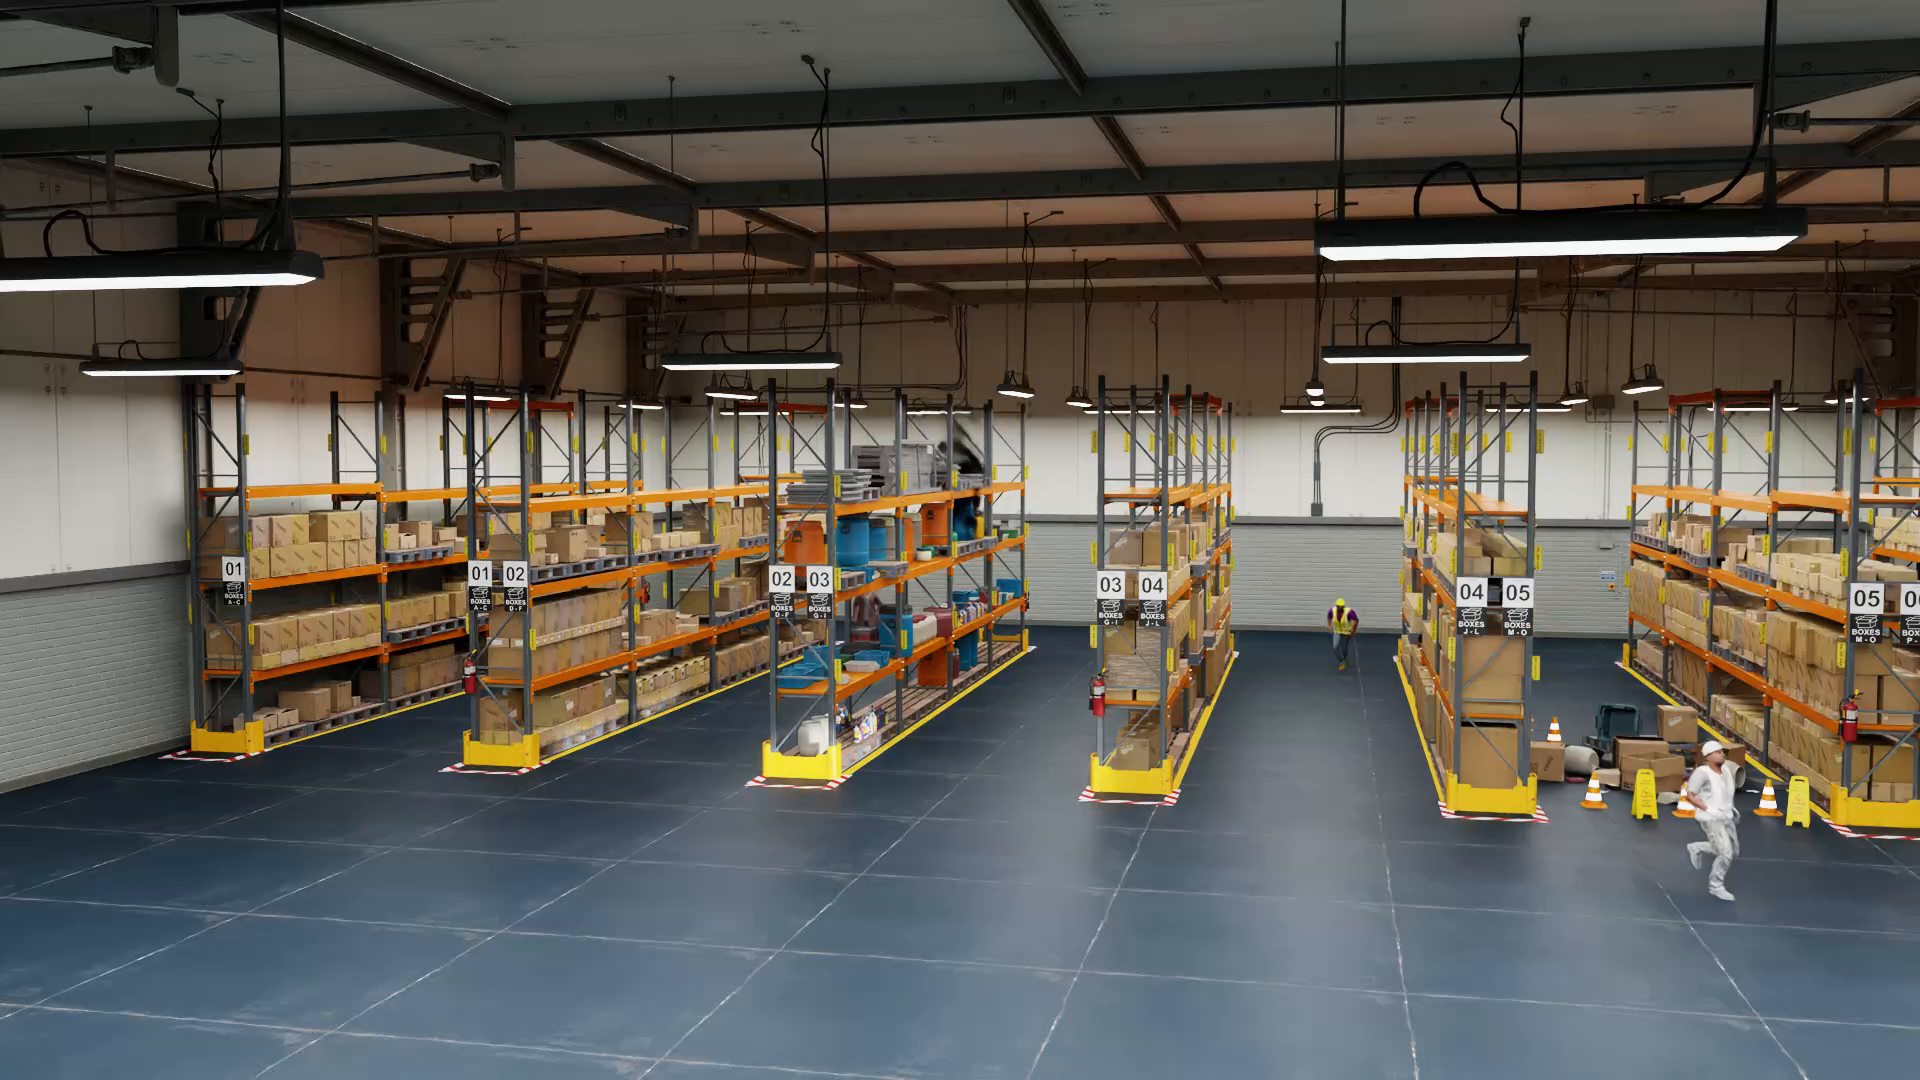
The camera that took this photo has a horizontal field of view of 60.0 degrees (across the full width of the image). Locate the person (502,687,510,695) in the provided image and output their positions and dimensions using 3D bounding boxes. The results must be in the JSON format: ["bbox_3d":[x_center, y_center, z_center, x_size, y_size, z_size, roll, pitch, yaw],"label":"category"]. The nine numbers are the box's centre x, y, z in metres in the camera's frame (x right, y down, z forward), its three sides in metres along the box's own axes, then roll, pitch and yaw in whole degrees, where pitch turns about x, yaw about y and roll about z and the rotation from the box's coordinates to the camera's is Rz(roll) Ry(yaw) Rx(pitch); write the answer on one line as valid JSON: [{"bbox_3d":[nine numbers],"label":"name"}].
[{"bbox_3d":[-8.249,2.355,30.686,0.710,1.747,0.968,0,3,8],"label":"person"}]

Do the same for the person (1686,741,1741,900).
[{"bbox_3d":[8.379,3.095,18.566,0.694,1.723,0.665,-2,4,-34],"label":"person"}]

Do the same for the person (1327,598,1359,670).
[{"bbox_3d":[8.575,2.090,37.192,0.708,1.643,1.026,2,4,26],"label":"person"}]

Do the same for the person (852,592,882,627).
[{"bbox_3d":[-2.205,1.890,39.520,0.728,1.745,0.699,0,3,3],"label":"person"}]
